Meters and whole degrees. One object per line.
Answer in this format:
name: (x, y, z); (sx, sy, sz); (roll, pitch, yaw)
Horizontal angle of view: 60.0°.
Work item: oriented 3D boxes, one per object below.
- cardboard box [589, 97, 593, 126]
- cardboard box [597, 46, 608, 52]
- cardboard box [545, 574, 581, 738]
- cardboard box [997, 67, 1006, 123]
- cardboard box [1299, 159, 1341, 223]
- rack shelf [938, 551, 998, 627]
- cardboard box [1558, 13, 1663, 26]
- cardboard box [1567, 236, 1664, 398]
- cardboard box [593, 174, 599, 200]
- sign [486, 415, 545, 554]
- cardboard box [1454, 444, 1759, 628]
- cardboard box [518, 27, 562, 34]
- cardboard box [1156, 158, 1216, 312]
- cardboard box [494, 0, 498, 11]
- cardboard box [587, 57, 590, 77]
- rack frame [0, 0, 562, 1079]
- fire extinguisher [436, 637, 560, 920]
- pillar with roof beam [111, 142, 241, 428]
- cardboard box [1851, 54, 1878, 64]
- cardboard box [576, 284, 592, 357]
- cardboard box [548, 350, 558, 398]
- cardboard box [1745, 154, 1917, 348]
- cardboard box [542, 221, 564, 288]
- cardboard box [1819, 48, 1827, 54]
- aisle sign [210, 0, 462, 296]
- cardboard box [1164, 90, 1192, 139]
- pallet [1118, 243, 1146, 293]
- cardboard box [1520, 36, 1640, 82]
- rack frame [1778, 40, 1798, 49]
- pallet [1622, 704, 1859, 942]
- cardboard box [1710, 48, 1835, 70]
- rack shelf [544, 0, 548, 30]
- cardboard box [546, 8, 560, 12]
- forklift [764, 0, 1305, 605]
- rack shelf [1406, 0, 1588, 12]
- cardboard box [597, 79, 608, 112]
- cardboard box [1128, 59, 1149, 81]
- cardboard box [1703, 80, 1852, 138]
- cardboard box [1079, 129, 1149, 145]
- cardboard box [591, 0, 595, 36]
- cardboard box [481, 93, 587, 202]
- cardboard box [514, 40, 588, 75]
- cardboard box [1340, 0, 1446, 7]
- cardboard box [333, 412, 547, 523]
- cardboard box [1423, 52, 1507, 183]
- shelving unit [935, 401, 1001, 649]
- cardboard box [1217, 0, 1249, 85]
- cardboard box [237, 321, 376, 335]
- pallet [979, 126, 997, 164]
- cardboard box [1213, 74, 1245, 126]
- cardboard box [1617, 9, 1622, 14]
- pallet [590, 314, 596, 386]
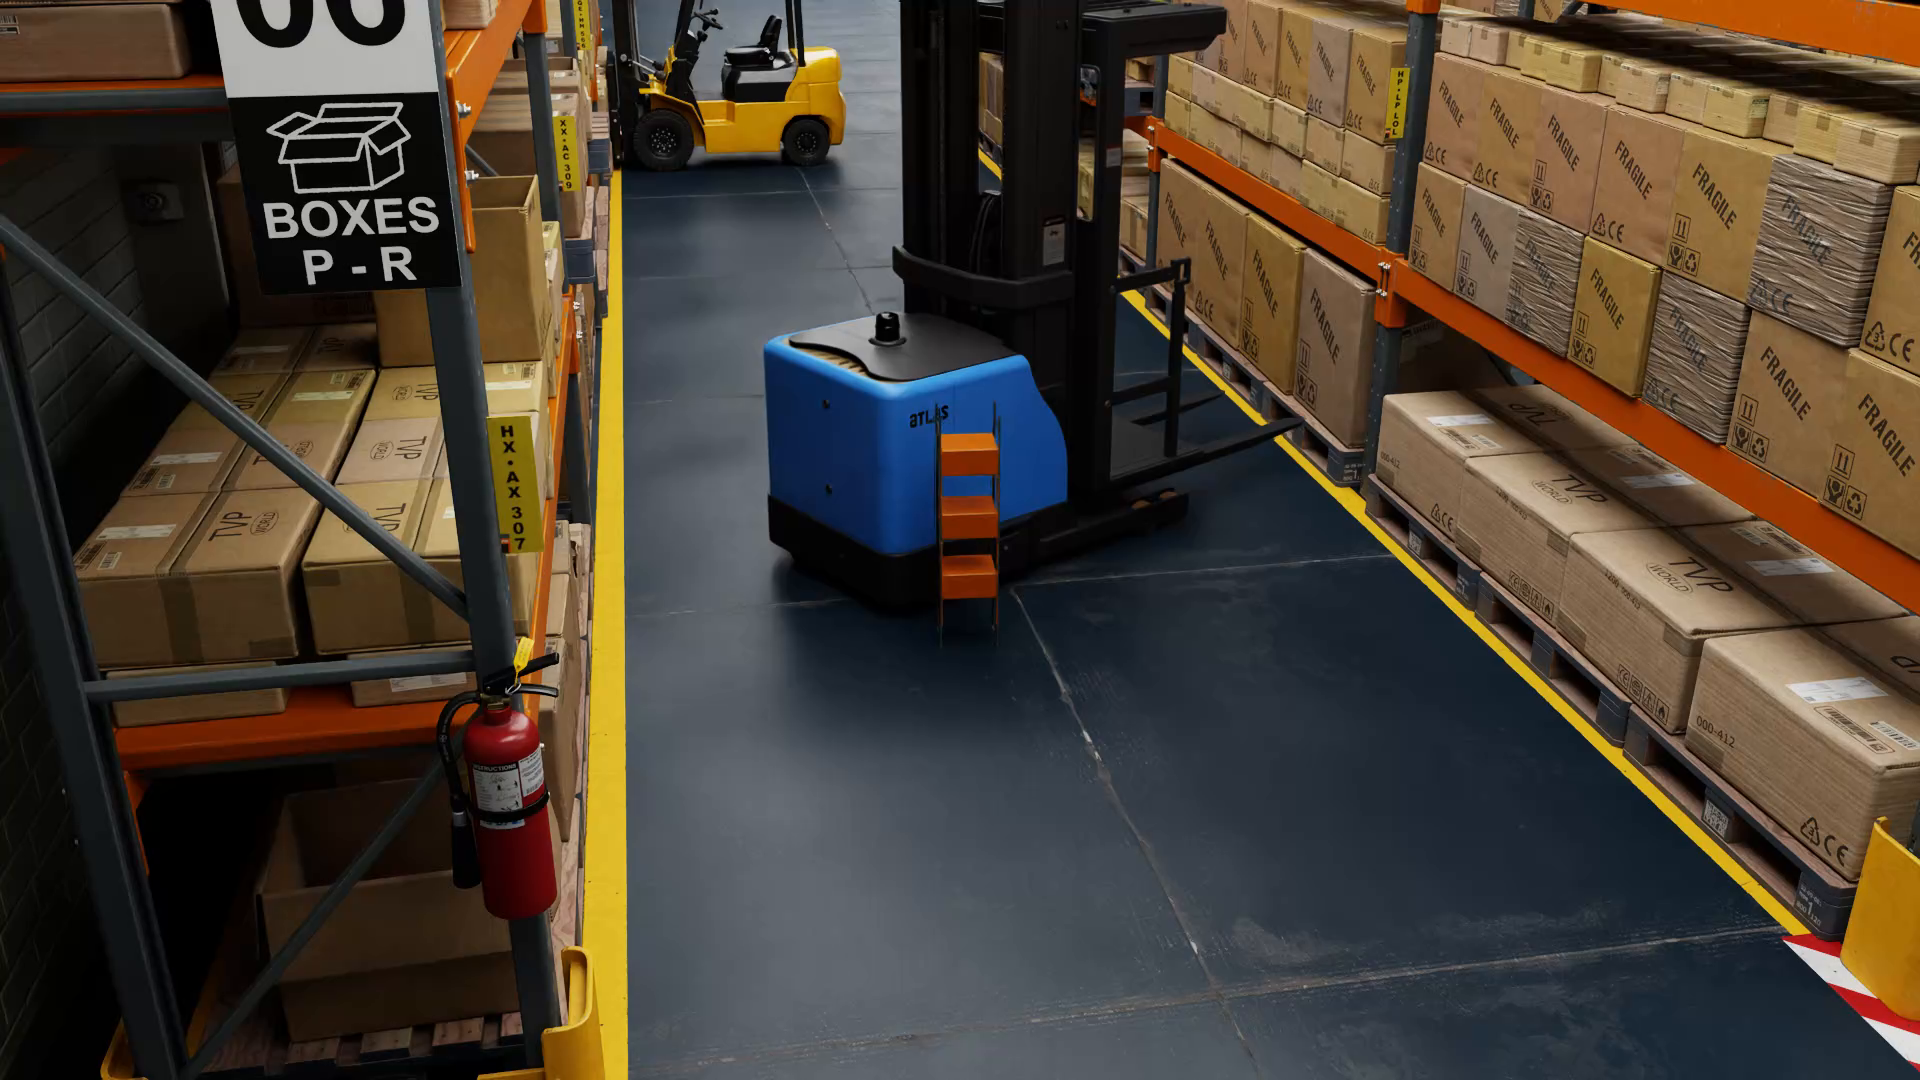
cardboard box: (-2.505, -2.678, 10.423); (0.380, 0.149, 0.250); (-4, 24, -9)
cardboard box: (-4.091, -5.210, 18.093); (0.500, 0.250, 0.500); (-4, 24, -8)
cardboard box: (-1.663, 0.467, 6.031); (0.500, 0.500, 0.500); (-4, 24, -9)
cardboard box: (0.666, -4.462, 16.692); (0.500, 0.500, 0.500); (-4, 24, -9)
cardboard box: (2.190, -1.916, 9.076); (0.500, 0.250, 0.500); (-5, 24, -10)
rack shelf: (0.032, 0.209, 7.181); (0.240, 0.259, 0.215); (-2, 24, -5)
cardboard box: (2.984, -2.330, 7.652); (0.380, 0.149, 0.250); (-5, 24, -11)
cardboard box: (2.713, -0.871, 6.372); (0.500, 0.500, 0.500); (-4, 24, -8)
cardboard box: (-3.635, -3.304, 14.509); (0.875, 0.625, 0.625); (-3, 24, -7)
sign: (-0.991, -0.121, 3.698); (0.100, 0.325, 0.005); (-4, 24, -10)
cardboard box: (2.791, -0.037, 7.265); (0.875, 0.438, 0.875); (-5, 24, -11)
cardboard box: (-2.823, -3.426, 11.411); (0.380, 0.149, 0.250); (-4, 24, -9)
cardboard box: (1.920, -2.140, 11.533); (0.875, 0.875, 0.875); (-5, 24, -10)
cardboard box: (-1.460, -1.498, 4.497); (0.380, 0.149, 0.250); (-4, 24, -10)
cardboard box: (-3.232, -3.762, 13.302); (0.500, 0.250, 0.500); (-4, 24, -9)
rack frame: (-1.520, 0.316, 3.779); (0.949, 2.616, 0.053); (-4, 24, -10)
fire extinguisher: (-1.042, 0.546, 3.815); (0.296, 0.674, 0.183); (-4, 24, -10)
pillar with roof beam: (1.210, -3.985, 6.130); (9.100, 9.000, 0.400); (-4, 24, -10)
cardboard box: (6.665, -3.508, 11.951); (0.380, 0.149, 0.250); (-3, 24, -7)
cardboard box: (-2.532, -1.324, 10.132); (0.500, 0.500, 0.500); (-3, 24, -7)
cardboard box: (-1.718, -0.631, 6.260); (0.380, 0.149, 0.250); (-5, 24, -11)
cardboard box: (2.905, -0.932, 5.263); (0.500, 0.500, 0.500); (-4, 24, -10)
cardboard box: (-1.930, -1.143, 6.934); (0.500, 0.250, 0.500); (-4, 24, -8)
cardboard box: (6.903, -3.848, 13.188); (0.500, 0.500, 0.500); (-4, 24, -9)
aisle sign: (-1.223, -0.870, 3.247); (0.394, 0.787, 0.004); (-4, 24, -10)
cardboard box: (1.718, -2.920, 11.375); (0.500, 0.250, 0.500); (-5, 24, -11)
pallet: (1.731, -2.229, 13.090); (1.003, 0.211, 1.213); (-4, 24, -10)
cardboard box: (2.555, -1.985, 6.862); (0.380, 0.149, 0.250); (-4, 24, -10)
rack frame: (6.720, -3.606, 12.758); (1.000, 3.000, 0.127); (-4, 24, -10)
pallet: (3.129, 0.916, 5.888); (1.003, 0.211, 1.213); (-4, 24, -10)
cardboard box: (3.158, -1.822, 6.490); (0.380, 0.149, 0.250); (-5, 24, -11)
rack shelf: (-2.633, -3.089, 8.726); (1.077, 0.370, 4.000); (-4, 24, -10)
cardboard box: (-3.165, -3.923, 12.549); (0.380, 0.149, 0.250); (-4, 24, -10)
forklift: (0.533, -1.519, 8.066); (3.031, 2.935, 1.130); (-18, 30, -36)
rack shelf: (2.244, -3.458, 9.570); (1.077, 0.370, 4.000); (-4, 24, -10)
cardboard box: (-3.608, -4.210, 15.803); (0.500, 0.250, 0.500); (-4, 24, -10)
cardboard box: (1.462, -3.488, 12.279); (0.380, 0.149, 0.250); (-4, 24, -9)
cardboard box: (2.801, -1.478, 5.702); (0.380, 0.149, 0.250); (-4, 24, -8)
cardboard box: (1.234, -3.555, 15.400); (0.950, 0.372, 0.625); (-4, 24, -9)
cardboard box: (-3.776, -5.046, 15.932); (0.500, 0.500, 0.500); (-5, 24, -10)
cardboard box: (-2.229, -1.906, 8.217); (0.700, 0.500, 0.500); (-4, 24, -9)
cardboard box: (-3.015, -3.588, 12.280); (0.500, 0.250, 0.500); (-5, 24, -11)
cardboard box: (2.502, -2.923, 9.821); (0.500, 0.500, 0.500); (-5, 24, -11)
cardboard box: (-1.436, -0.148, 4.657); (0.500, 0.250, 0.500); (-4, 24, -9)
cardboard box: (2.464, -1.925, 7.536); (0.500, 0.500, 0.500); (-4, 24, -9)
shelving unit: (0.032, -0.055, 7.065); (0.252, 1.050, 0.215); (-2, 24, -5)
cardboard box: (1.907, -3.092, 10.209); (0.500, 0.500, 0.500); (-4, 24, -8)
cardboard box: (-2.244, -0.710, 5.944); (0.500, 0.250, 0.500); (-4, 24, -9)
pallet: (0.747, -4.237, 17.688); (1.003, 0.211, 1.213); (-4, 24, -10)
cardboard box: (1.900, -2.742, 10.343); (0.500, 0.250, 0.500); (-4, 24, -10)
cardboard box: (5.997, -4.603, 14.916); (0.500, 0.500, 0.500); (-4, 24, -10)
pallet: (-2.902, -1.256, 10.863); (1.003, 0.211, 1.213); (-4, 24, -10)
